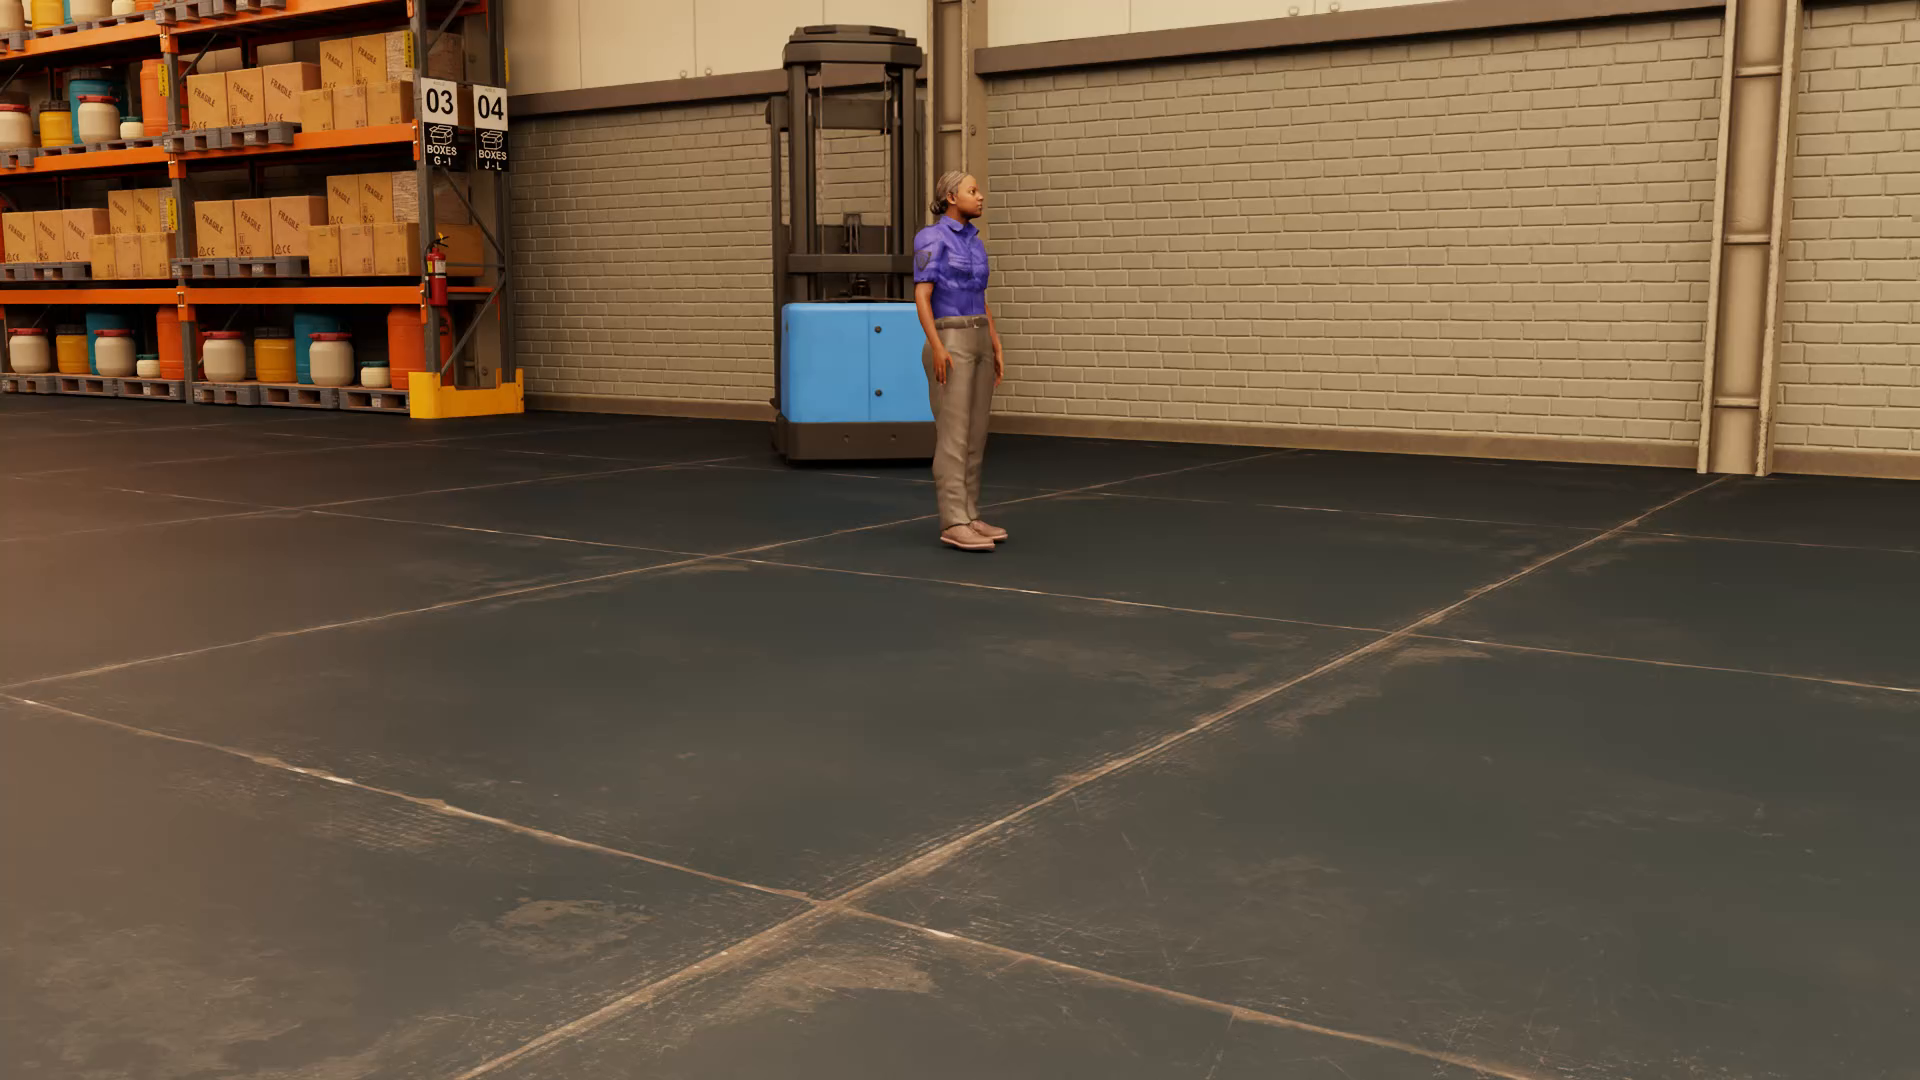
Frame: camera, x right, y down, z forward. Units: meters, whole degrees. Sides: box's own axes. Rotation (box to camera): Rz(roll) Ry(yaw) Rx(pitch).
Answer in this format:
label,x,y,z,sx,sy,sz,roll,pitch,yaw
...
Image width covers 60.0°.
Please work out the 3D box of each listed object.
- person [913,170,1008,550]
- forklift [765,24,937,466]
label,x,y,z,sx,sy,sz,roll,pitch,yaw
person,0.062,-0.817,7.422,0.503,1.656,0.570,5,10,34
forklift,-0.828,-2.115,12.069,1.130,2.935,3.031,-1,8,-9
